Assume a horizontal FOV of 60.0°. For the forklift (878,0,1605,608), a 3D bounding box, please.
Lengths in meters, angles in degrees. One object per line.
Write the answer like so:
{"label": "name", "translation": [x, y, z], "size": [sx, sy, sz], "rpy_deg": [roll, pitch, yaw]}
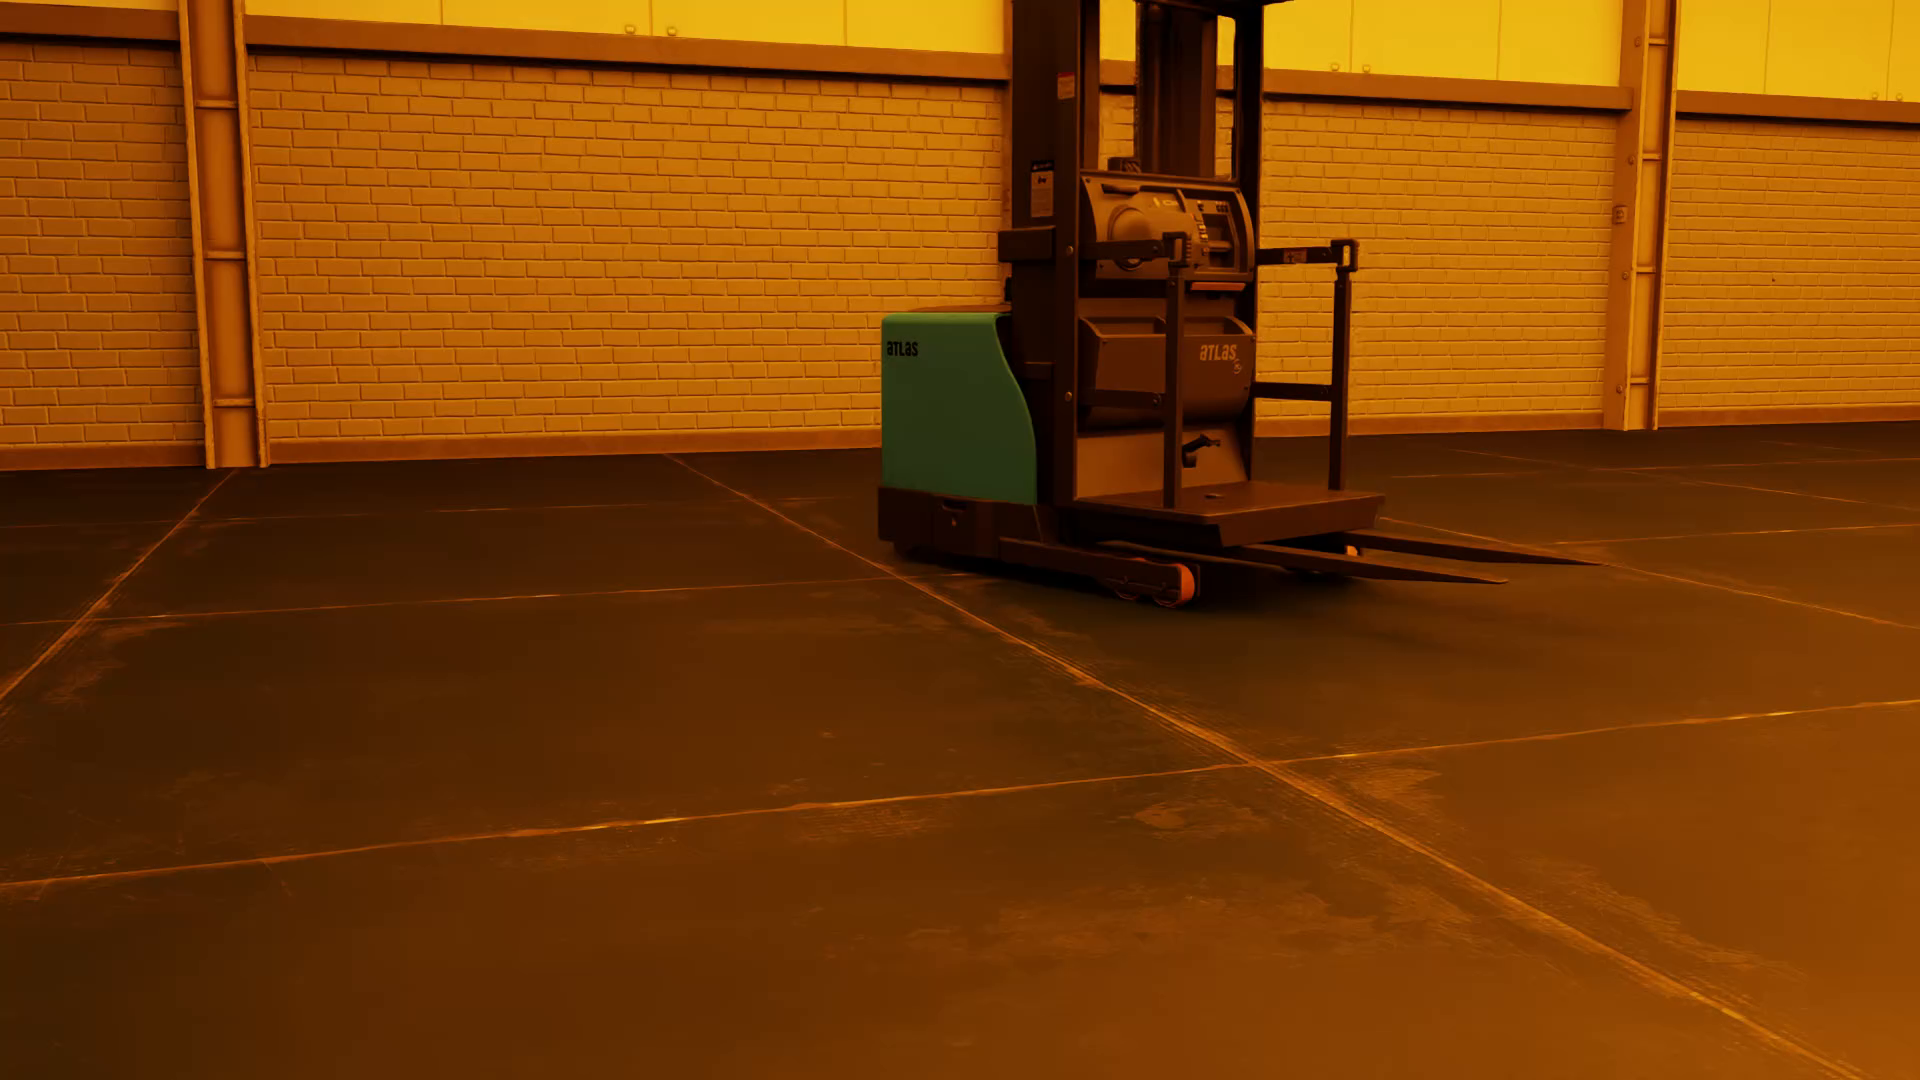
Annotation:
{"label": "forklift", "translation": [0.977, -1.281, 6.463], "size": [1.130, 2.935, 3.031], "rpy_deg": [-7, 10, -40]}
